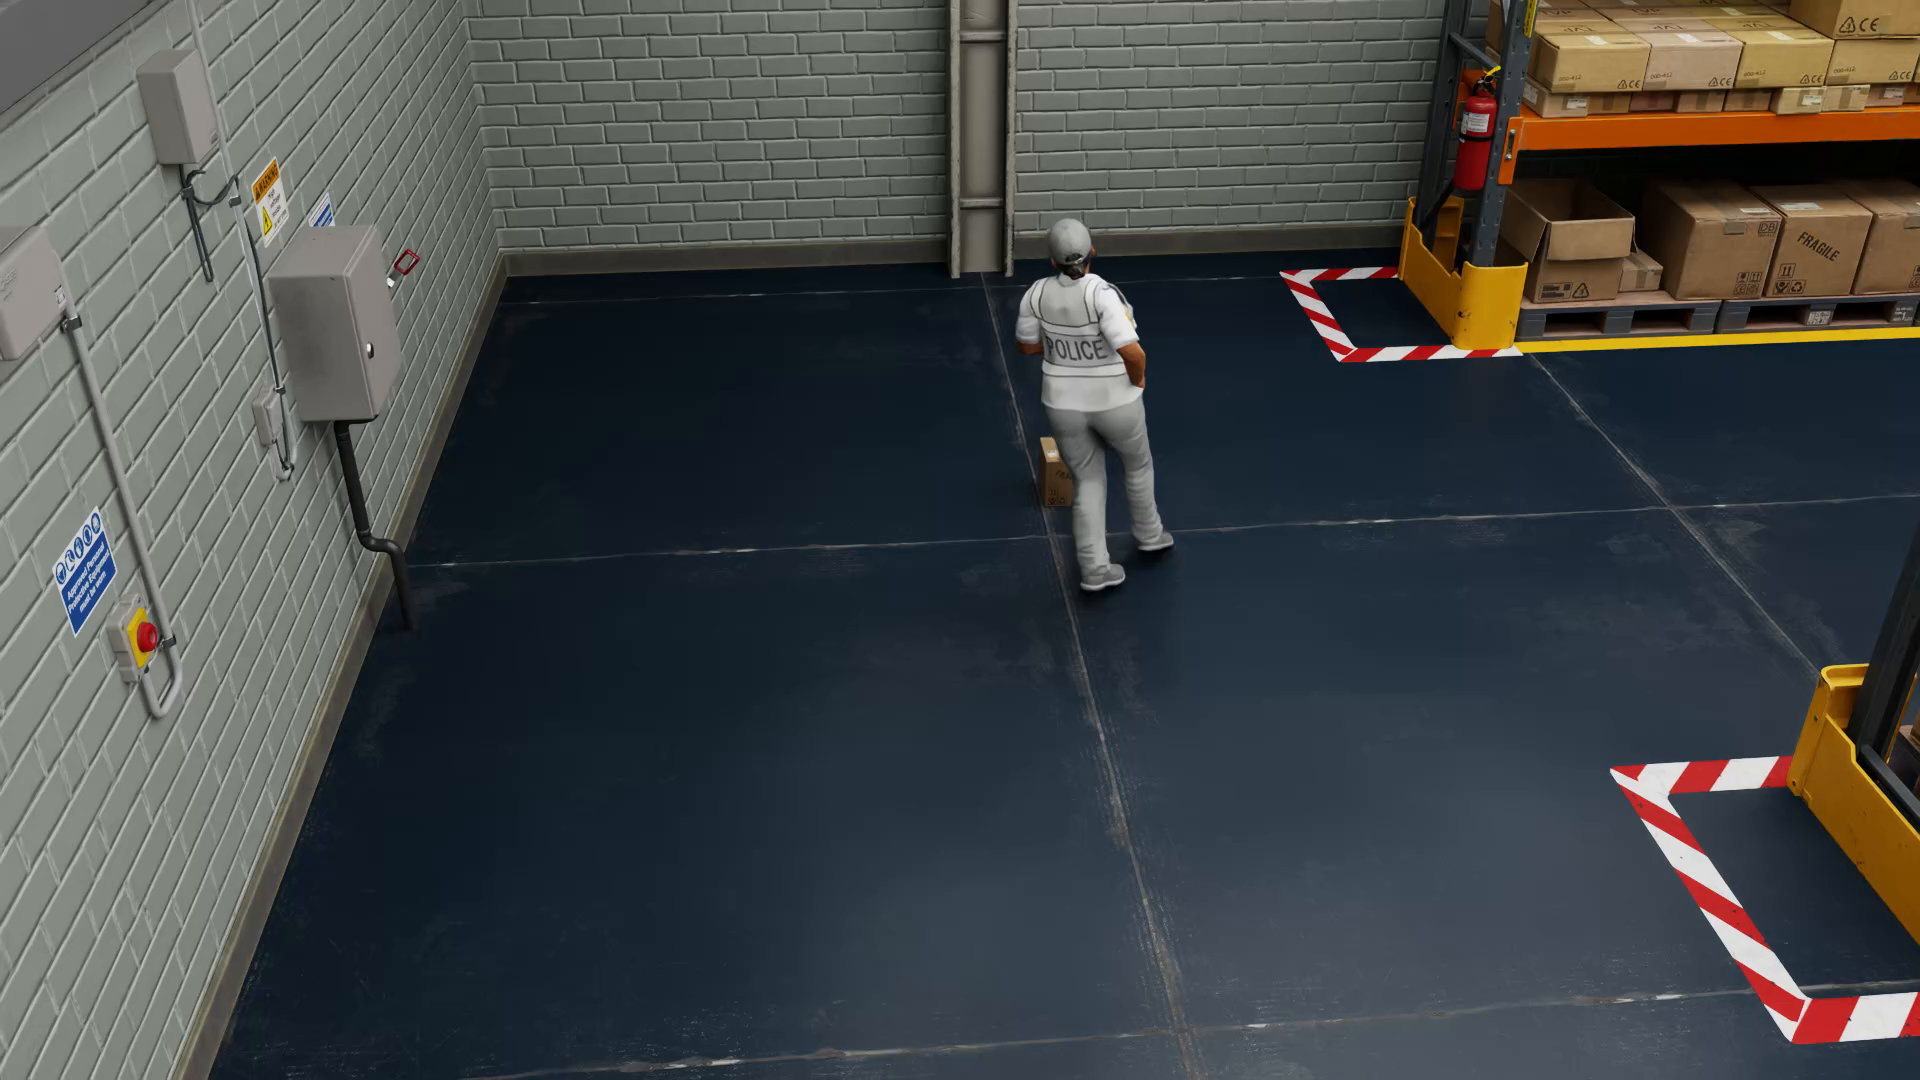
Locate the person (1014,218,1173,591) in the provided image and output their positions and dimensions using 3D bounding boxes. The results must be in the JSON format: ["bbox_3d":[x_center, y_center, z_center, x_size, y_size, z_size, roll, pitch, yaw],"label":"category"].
[{"bbox_3d":[0.573,-0.594,7.118,0.687,1.664,0.694,10,33,16],"label":"person"}]
